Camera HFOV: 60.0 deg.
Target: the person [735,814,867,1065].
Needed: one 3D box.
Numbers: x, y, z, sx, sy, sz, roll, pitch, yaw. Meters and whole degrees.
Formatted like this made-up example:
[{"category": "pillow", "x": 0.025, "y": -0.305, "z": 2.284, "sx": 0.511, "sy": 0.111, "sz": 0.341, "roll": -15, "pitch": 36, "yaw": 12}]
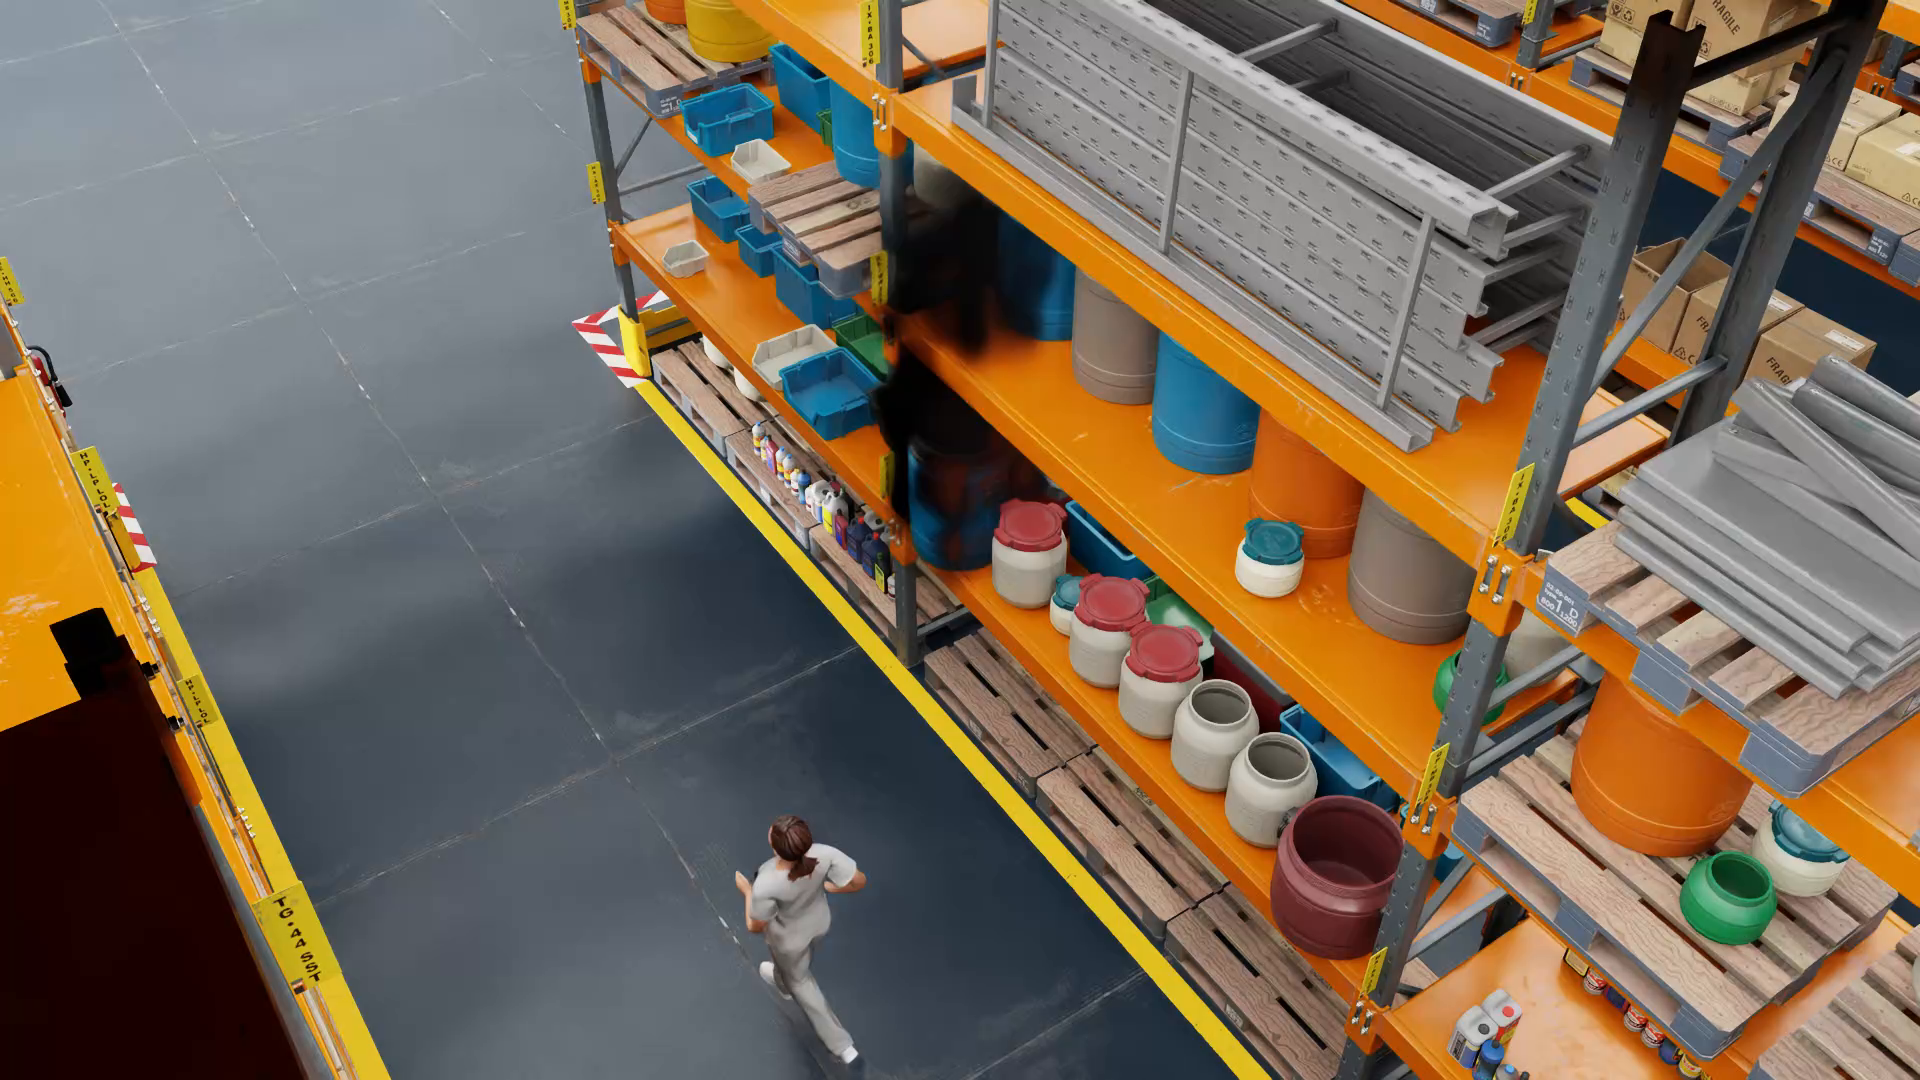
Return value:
[{"category": "person", "x": -0.782, "y": 1.880, "z": 8.056, "sx": 0.568, "sy": 1.683, "sz": 0.863, "roll": -31, "pitch": 51, "yaw": -29}]
